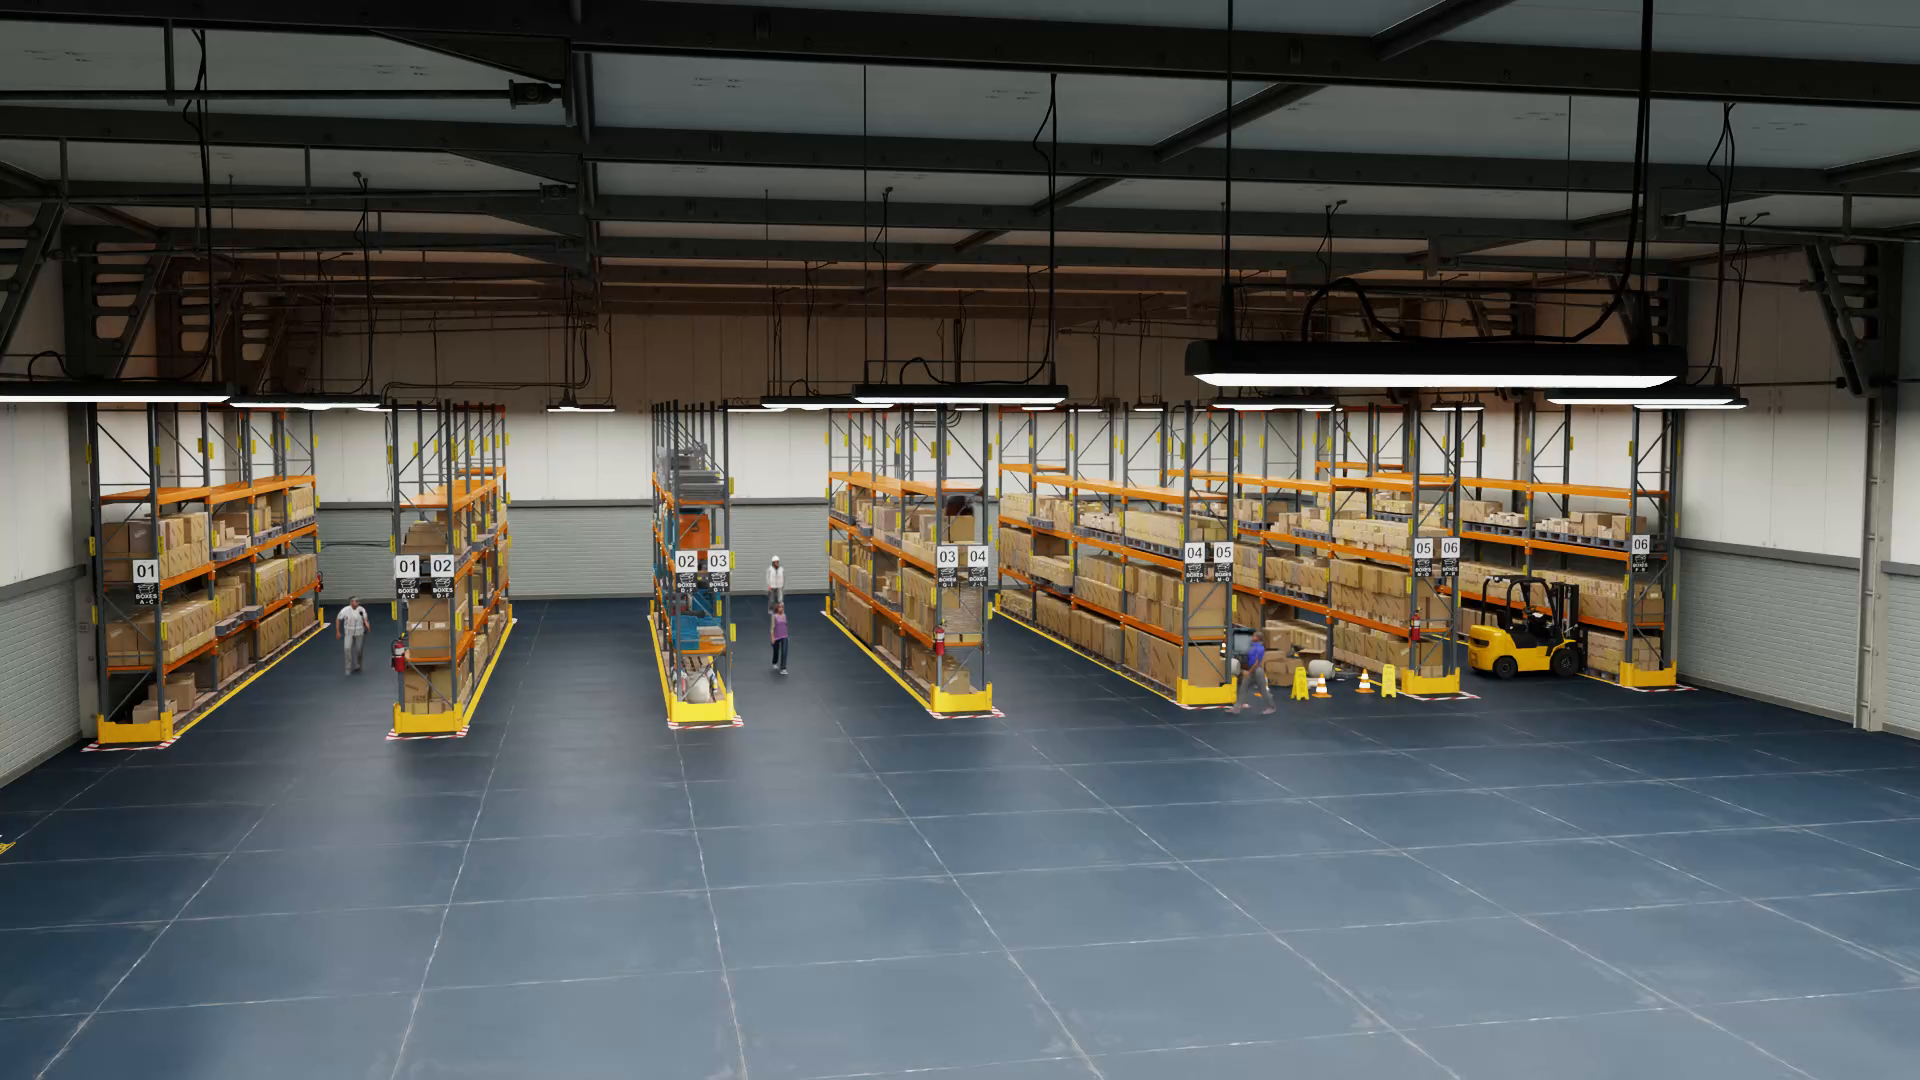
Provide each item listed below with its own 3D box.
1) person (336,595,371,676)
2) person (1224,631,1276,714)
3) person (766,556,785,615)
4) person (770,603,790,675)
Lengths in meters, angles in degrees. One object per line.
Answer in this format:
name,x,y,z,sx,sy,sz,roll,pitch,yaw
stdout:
person,-13.468,2.088,36.961,0.743,1.763,0.995,-1,4,-13
person,5.538,2.521,31.579,0.964,1.597,0.456,-1,5,-17
person,-5.194,1.326,46.938,0.566,1.737,0.974,-1,5,-18
person,-3.988,2.166,36.835,0.470,1.552,0.827,-1,5,-17
